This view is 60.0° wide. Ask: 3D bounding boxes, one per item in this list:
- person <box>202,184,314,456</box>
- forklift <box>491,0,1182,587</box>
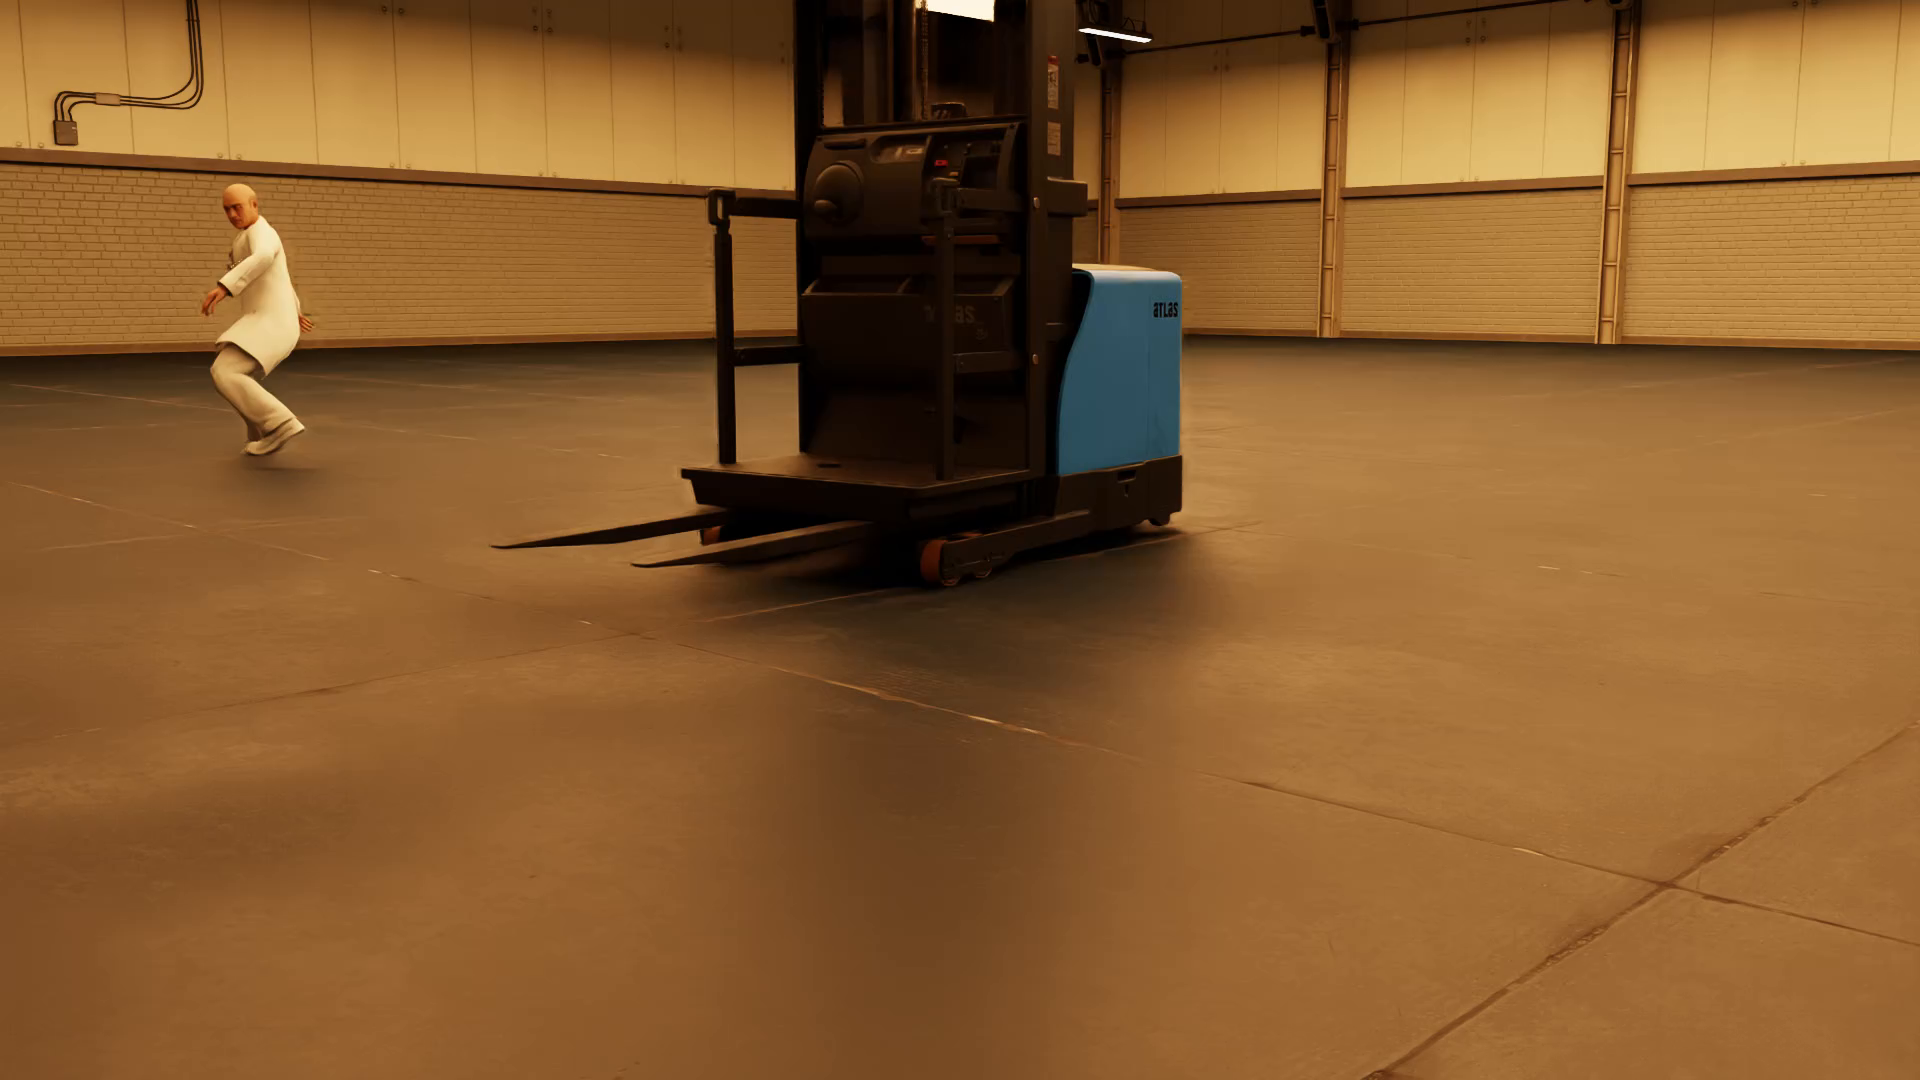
[{"bbox_3d":[-4.120,-1.250,9.847,0.569,1.674,1.223,-2,9,-12],"label":"person"},{"bbox_3d":[-0.309,-1.369,5.967,1.130,2.935,3.031,6,10,34],"label":"forklift"}]
